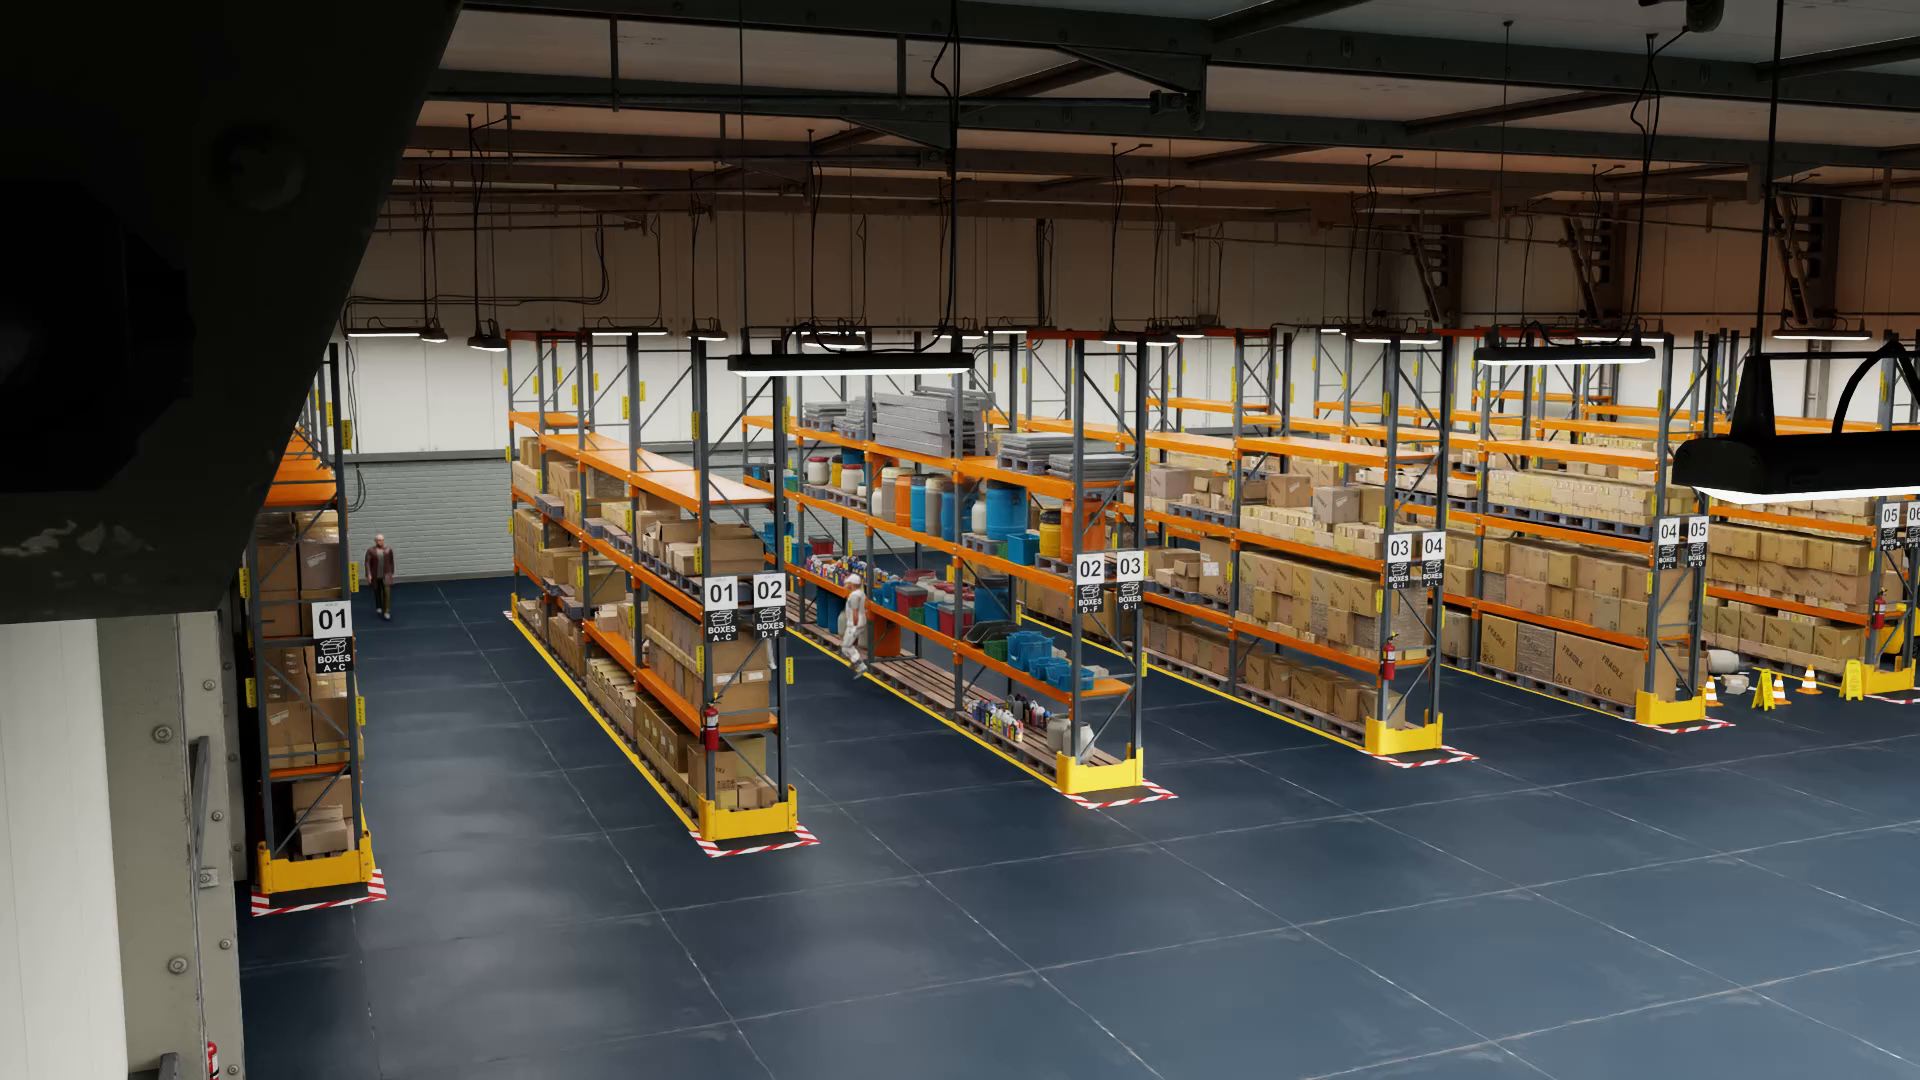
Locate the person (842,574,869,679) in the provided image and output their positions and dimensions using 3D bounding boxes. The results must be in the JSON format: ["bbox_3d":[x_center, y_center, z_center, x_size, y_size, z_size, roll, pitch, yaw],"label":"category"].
[{"bbox_3d":[-1.763,1.453,28.155,0.538,1.760,0.604,2,8,13],"label":"person"}]

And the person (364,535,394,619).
[{"bbox_3d":[-12.091,0.744,34.654,0.586,1.713,1.141,-3,8,-19],"label":"person"}]

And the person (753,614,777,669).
[{"bbox_3d":[-3.440,1.456,29.893,0.488,1.610,1.058,-4,9,-26],"label":"person"}]
